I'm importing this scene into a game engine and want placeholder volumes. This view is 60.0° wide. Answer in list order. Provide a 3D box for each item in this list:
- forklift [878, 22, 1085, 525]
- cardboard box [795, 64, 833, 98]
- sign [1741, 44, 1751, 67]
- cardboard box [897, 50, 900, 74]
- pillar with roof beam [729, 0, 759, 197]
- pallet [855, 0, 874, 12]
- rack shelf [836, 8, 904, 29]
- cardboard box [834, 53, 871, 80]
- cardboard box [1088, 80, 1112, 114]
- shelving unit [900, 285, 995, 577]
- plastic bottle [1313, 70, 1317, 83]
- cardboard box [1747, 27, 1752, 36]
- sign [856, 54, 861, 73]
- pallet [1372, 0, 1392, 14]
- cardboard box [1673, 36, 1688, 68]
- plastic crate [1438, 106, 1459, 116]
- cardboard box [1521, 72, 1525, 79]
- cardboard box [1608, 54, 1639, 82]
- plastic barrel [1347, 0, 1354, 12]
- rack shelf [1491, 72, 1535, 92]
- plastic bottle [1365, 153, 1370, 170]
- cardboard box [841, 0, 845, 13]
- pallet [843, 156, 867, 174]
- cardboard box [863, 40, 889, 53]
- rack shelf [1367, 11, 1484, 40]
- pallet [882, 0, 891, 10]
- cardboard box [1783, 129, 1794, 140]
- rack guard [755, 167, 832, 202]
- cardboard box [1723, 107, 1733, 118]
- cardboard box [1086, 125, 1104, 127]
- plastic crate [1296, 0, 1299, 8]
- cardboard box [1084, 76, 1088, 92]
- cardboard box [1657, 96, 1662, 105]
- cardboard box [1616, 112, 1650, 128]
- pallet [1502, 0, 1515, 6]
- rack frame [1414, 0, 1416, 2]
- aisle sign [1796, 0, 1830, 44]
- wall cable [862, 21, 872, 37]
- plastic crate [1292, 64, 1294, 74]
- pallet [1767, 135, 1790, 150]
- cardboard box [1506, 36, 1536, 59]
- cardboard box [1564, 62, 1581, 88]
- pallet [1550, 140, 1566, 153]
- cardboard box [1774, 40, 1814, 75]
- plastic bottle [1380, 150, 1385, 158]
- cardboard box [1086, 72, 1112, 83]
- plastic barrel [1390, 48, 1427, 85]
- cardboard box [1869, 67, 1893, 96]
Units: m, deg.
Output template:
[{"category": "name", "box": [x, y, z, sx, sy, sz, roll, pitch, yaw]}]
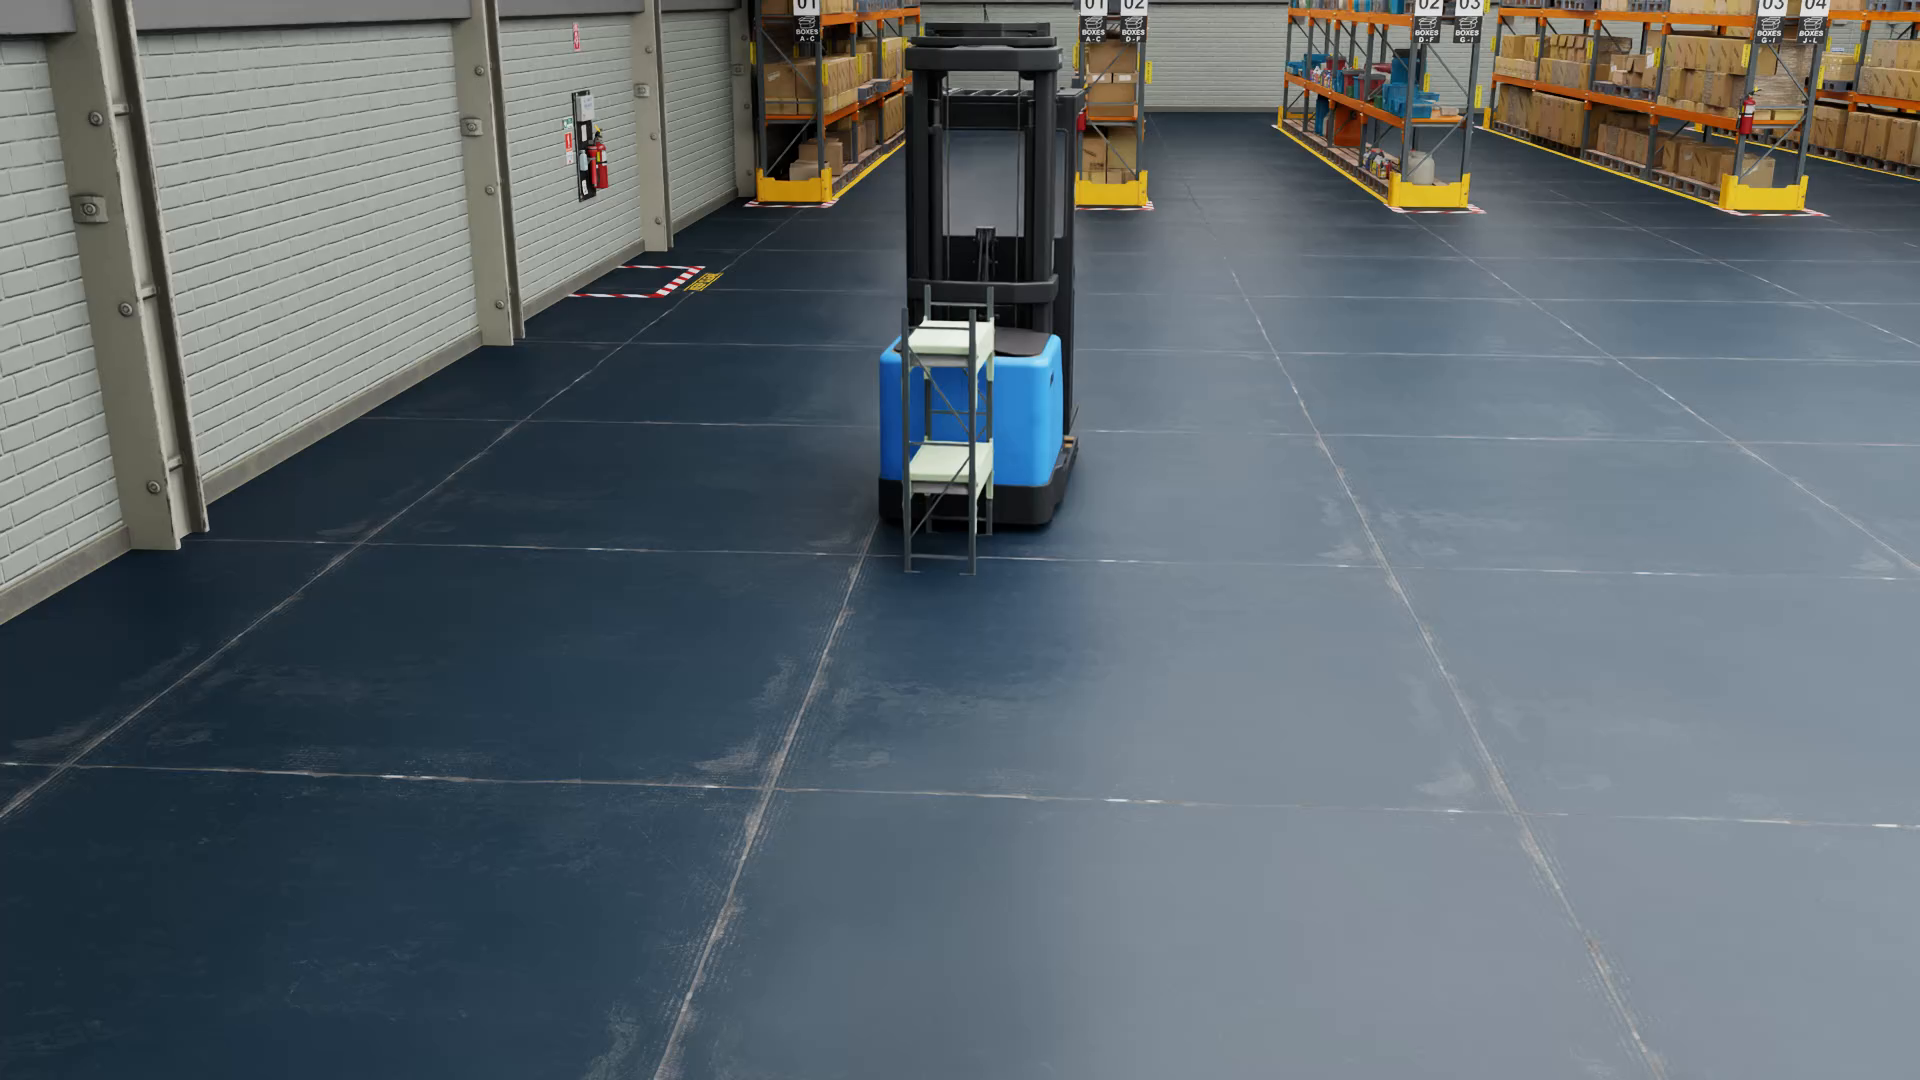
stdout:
[{"category": "forklift", "box": [0.231, -1.901, 11.016, 1.130, 2.935, 3.031, 3, 18, 8]}, {"category": "cardboard box", "box": [-2.294, -7.221, 26.149, 0.500, 0.500, 0.500, 1, 18, 4]}, {"category": "sign", "box": [11.642, -7.173, 24.629, 0.100, 0.325, 0.005, 1, 18, 4]}, {"category": "cardboard box", "box": [-1.576, -10.403, 36.184, 0.500, 0.500, 0.500, 1, 18, 4]}, {"category": "pillar with roof beam", "box": [0.853, -9.777, 25.309, 9.100, 9.000, 0.400, 1, 18, 4]}, {"category": "pallet", "box": [-2.191, -9.553, 29.745, 1.213, 0.211, 1.003, 1, 18, 4]}, {"category": "rack shelf", "box": [-1.911, -10.975, 34.937, 1.077, 0.370, 4.000, 1, 18, 4]}, {"category": "cardboard box", "box": [-2.091, -9.206, 32.334, 0.700, 0.500, 0.500, 0, 18, -1]}, {"category": "cardboard box", "box": [2.392, -7.031, 26.404, 0.700, 0.500, 0.500, 2, 18, 5]}, {"category": "shelving unit", "box": [-0.061, -0.632, 9.444, 0.431, 1.500, 0.755, 3, 18, 8]}, {"category": "plastic bottle", "box": [7.639, -9.946, 35.665, 0.097, 0.271, 0.097, 0, 18, 0]}, {"category": "cardboard box", "box": [17.840, -11.174, 36.963, 0.500, 0.500, 0.500, 2, 18, 5]}, {"category": "sign", "box": [-1.799, -8.429, 29.440, 0.100, 0.325, 0.005, 1, 18, 4]}, {"category": "pallet", "box": [7.586, -8.916, 27.802, 1.213, 0.211, 1.003, 1, 18, 4]}, {"category": "cardboard box", "box": [12.160, -8.071, 27.492, 0.500, 0.500, 0.500, 1, 18, 4]}, {"category": "plastic crate", "box": [7.639, -6.710, 26.006, 0.298, 0.136, 0.250, 1, 18, 4]}, {"category": "cardboard box", "box": [12.804, -10.403, 37.257, 0.380, 0.149, 0.250, 2, 18, 5]}, {"category": "cardboard box", "box": [12.768, -9.017, 31.788, 0.500, 0.500, 0.500, -1, 18, -3]}, {"category": "plastic barrel", "box": [7.505, -10.225, 30.804, 0.600, 0.830, 0.708, 1, 18, 4]}, {"category": "rack shelf", "box": [13.197, -10.460, 38.183, 1.077, 0.370, 4.000, 1, 18, 4]}, {"category": "plastic bottle", "box": [7.084, -6.531, 28.705, 0.152, 0.276, 0.135, 2, 18, 6]}, {"category": "cardboard box", "box": [-2.182, -9.018, 27.617, 0.500, 0.500, 0.500, 1, 18, 2]}, {"category": "pallet", "box": [-2.287, -6.944, 30.777, 1.003, 0.211, 1.213, 1, 18, 4]}, {"category": "cardboard box", "box": [-1.727, -10.127, 34.137, 0.500, 0.250, 0.500, 1, 18, 3]}, {"category": "rack shelf", "box": [7.397, -8.269, 26.679, 1.077, 0.370, 4.000, 1, 18, 4]}, {"category": "pallet", "box": [-2.061, -10.807, 33.573, 1.213, 0.211, 1.003, 2, 18, 6]}, {"category": "cardboard box", "box": [17.640, -8.662, 34.882, 0.500, 0.500, 0.500, 2, 18, 6]}, {"category": "rack guard", "box": [-2.623, -5.621, 26.275, 1.175, 0.500, 0.348, 1, 18, 4]}, {"category": "cardboard box", "box": [11.993, -6.584, 25.602, 0.380, 0.149, 0.250, 1, 18, 4]}, {"category": "cardboard box", "box": [2.226, -6.875, 28.624, 0.500, 0.500, 0.500, 1, 18, 4]}, {"category": "plastic crate", "box": [8.017, -12.461, 38.417, 0.504, 0.338, 0.767, 1, 18, 4]}, {"category": "cardboard box", "box": [2.629, -8.845, 32.242, 0.500, 0.311, 0.500, 1, 18, 3]}, {"category": "cardboard box", "box": [12.165, -7.517, 28.448, 0.380, 0.149, 0.250, 1, 18, 4]}, {"category": "cardboard box", "box": [12.721, -7.942, 31.447, 0.500, 0.250, 0.500, 3, 18, 10]}, {"category": "pallet", "box": [13.298, -12.576, 38.810, 1.003, 0.211, 1.213, 1, 18, 4]}, {"category": "rack frame", "box": [7.254, -9.415, 24.205, 1.000, 3.000, 0.127, 1, 18, 4]}, {"category": "aisle sign", "box": [12.489, -7.663, 24.317, 0.394, 0.787, 0.004, 1, 18, 4]}, {"category": "wall cable", "box": [-2.333, -12.656, 42.099, 0.084, 1.984, 1.851, 1, 18, 4]}, {"category": "plastic crate", "box": [7.960, -11.004, 38.861, 0.416, 0.233, 0.300, 1, 18, 4]}, {"category": "pallet", "box": [17.940, -8.472, 35.438, 1.003, 0.211, 1.213, 1, 18, 4]}, {"category": "cardboard box", "box": [12.970, -11.390, 38.425, 0.500, 0.500, 0.500, 1, 18, 2]}, {"category": "cardboard box", "box": [12.631, -9.461, 33.818, 0.500, 0.500, 0.500, 1, 18, 2]}, {"category": "pallet", "box": [12.989, -8.234, 34.714, 1.003, 0.211, 1.213, 1, 18, 4]}, {"category": "cardboard box", "box": [12.505, -7.282, 25.086, 0.500, 0.500, 0.500, 1, 18, 4]}, {"category": "plastic bottle", "box": [7.212, -6.512, 28.527, 0.144, 0.351, 0.185, 1, 18, 4]}, {"category": "cardboard box", "box": [2.151, -7.155, 25.738, 0.380, 0.149, 0.250, 1, 18, 3]}, {"category": "plastic barrel", "box": [7.870, -8.158, 29.198, 0.600, 0.901, 0.708, 1, 18, 4]}, {"category": "cardboard box", "box": [17.372, -8.552, 31.045, 0.500, 0.500, 0.500, 1, 18, 3]}]
